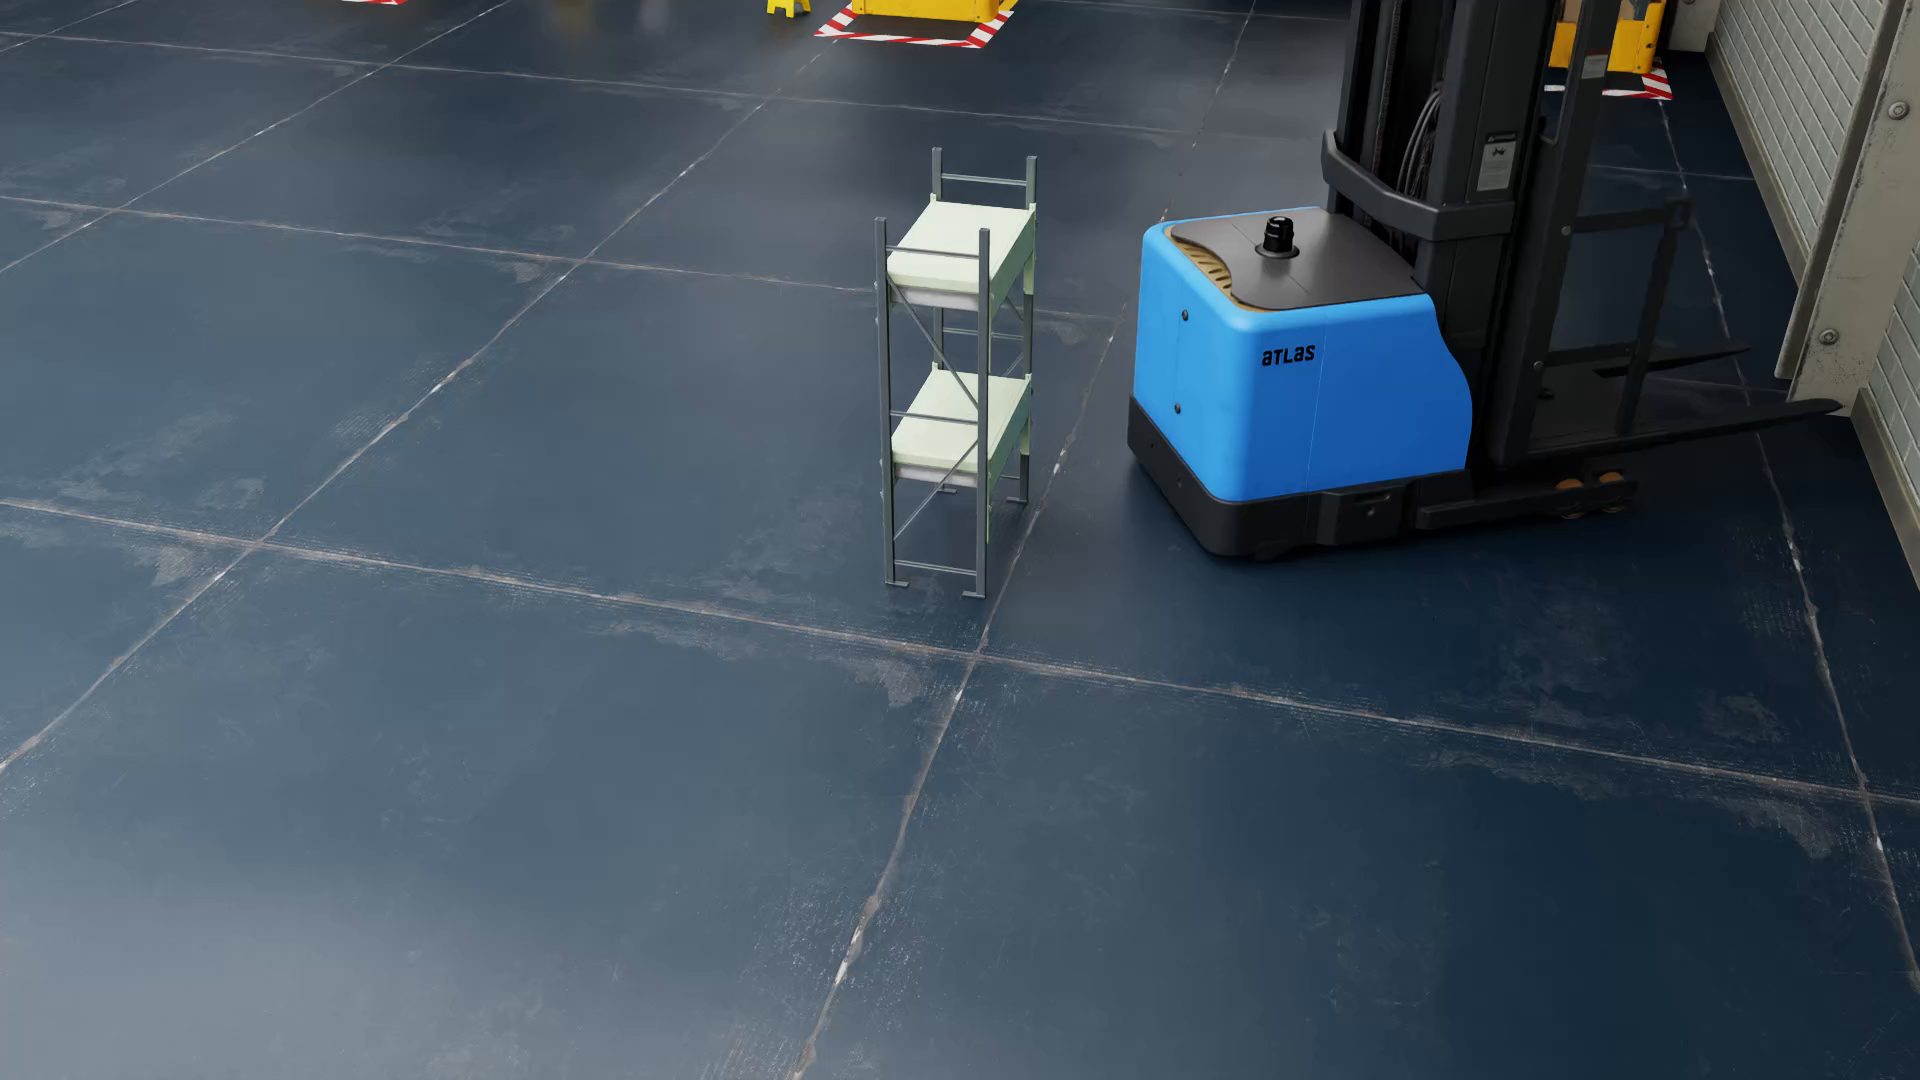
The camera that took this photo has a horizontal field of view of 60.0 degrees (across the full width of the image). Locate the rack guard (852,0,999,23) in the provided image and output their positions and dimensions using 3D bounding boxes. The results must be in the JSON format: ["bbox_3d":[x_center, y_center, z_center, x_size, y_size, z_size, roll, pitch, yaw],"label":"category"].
[{"bbox_3d":[-0.283,-4.484,13.337,1.175,0.500,0.348,8,33,12],"label":"rack guard"}]

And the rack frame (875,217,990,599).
[{"bbox_3d":[-0.095,-0.440,6.043,0.400,1.500,0.023,8,33,12],"label":"rack frame"}]

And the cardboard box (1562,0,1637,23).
[{"bbox_3d":[4.814,-4.071,12.529,0.500,0.250,0.500,8,33,13],"label":"cardboard box"}]

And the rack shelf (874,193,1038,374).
[{"bbox_3d":[-0.002,-0.959,6.133,0.431,0.370,0.720,8,33,12],"label":"rack shelf"}]

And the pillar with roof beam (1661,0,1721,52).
[{"bbox_3d":[1.385,-8.182,11.233,9.100,9.000,0.400,8,33,12],"label":"pillar with roof beam"}]

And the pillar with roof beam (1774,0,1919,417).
[{"bbox_3d":[-0.138,-5.068,6.335,9.100,9.000,0.400,8,33,12],"label":"pillar with roof beam"}]

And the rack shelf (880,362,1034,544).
[{"bbox_3d":[-0.002,-0.354,6.517,0.431,0.370,0.720,8,33,12],"label":"rack shelf"}]

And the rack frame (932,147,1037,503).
[{"bbox_3d":[0.091,-0.819,6.641,0.400,1.500,0.023,8,33,12],"label":"rack frame"}]

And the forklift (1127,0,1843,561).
[{"bbox_3d":[2.307,-1.587,6.514,3.031,2.935,1.130,-8,33,-13],"label":"forklift"}]

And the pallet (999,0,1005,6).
[{"bbox_3d":[-0.042,-4.779,14.071,1.003,0.211,1.213,8,33,12],"label":"pallet"}]

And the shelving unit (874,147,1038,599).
[{"bbox_3d":[-0.002,-0.629,6.342,0.431,1.500,0.755,8,33,12],"label":"shelving unit"}]

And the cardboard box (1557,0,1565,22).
[{"bbox_3d":[4.314,-4.129,12.621,0.500,0.250,0.500,8,33,13],"label":"cardboard box"}]

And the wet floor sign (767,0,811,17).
[{"bbox_3d":[-1.385,-4.553,13.310,0.267,0.644,0.232,20,38,29],"label":"wet floor sign"}]

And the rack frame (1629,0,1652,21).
[{"bbox_3d":[4.500,-4.826,11.545,1.000,3.000,0.127,8,33,12],"label":"rack frame"}]

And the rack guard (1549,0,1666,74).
[{"bbox_3d":[4.494,-3.758,12.196,1.175,0.500,0.348,8,33,12],"label":"rack guard"}]
